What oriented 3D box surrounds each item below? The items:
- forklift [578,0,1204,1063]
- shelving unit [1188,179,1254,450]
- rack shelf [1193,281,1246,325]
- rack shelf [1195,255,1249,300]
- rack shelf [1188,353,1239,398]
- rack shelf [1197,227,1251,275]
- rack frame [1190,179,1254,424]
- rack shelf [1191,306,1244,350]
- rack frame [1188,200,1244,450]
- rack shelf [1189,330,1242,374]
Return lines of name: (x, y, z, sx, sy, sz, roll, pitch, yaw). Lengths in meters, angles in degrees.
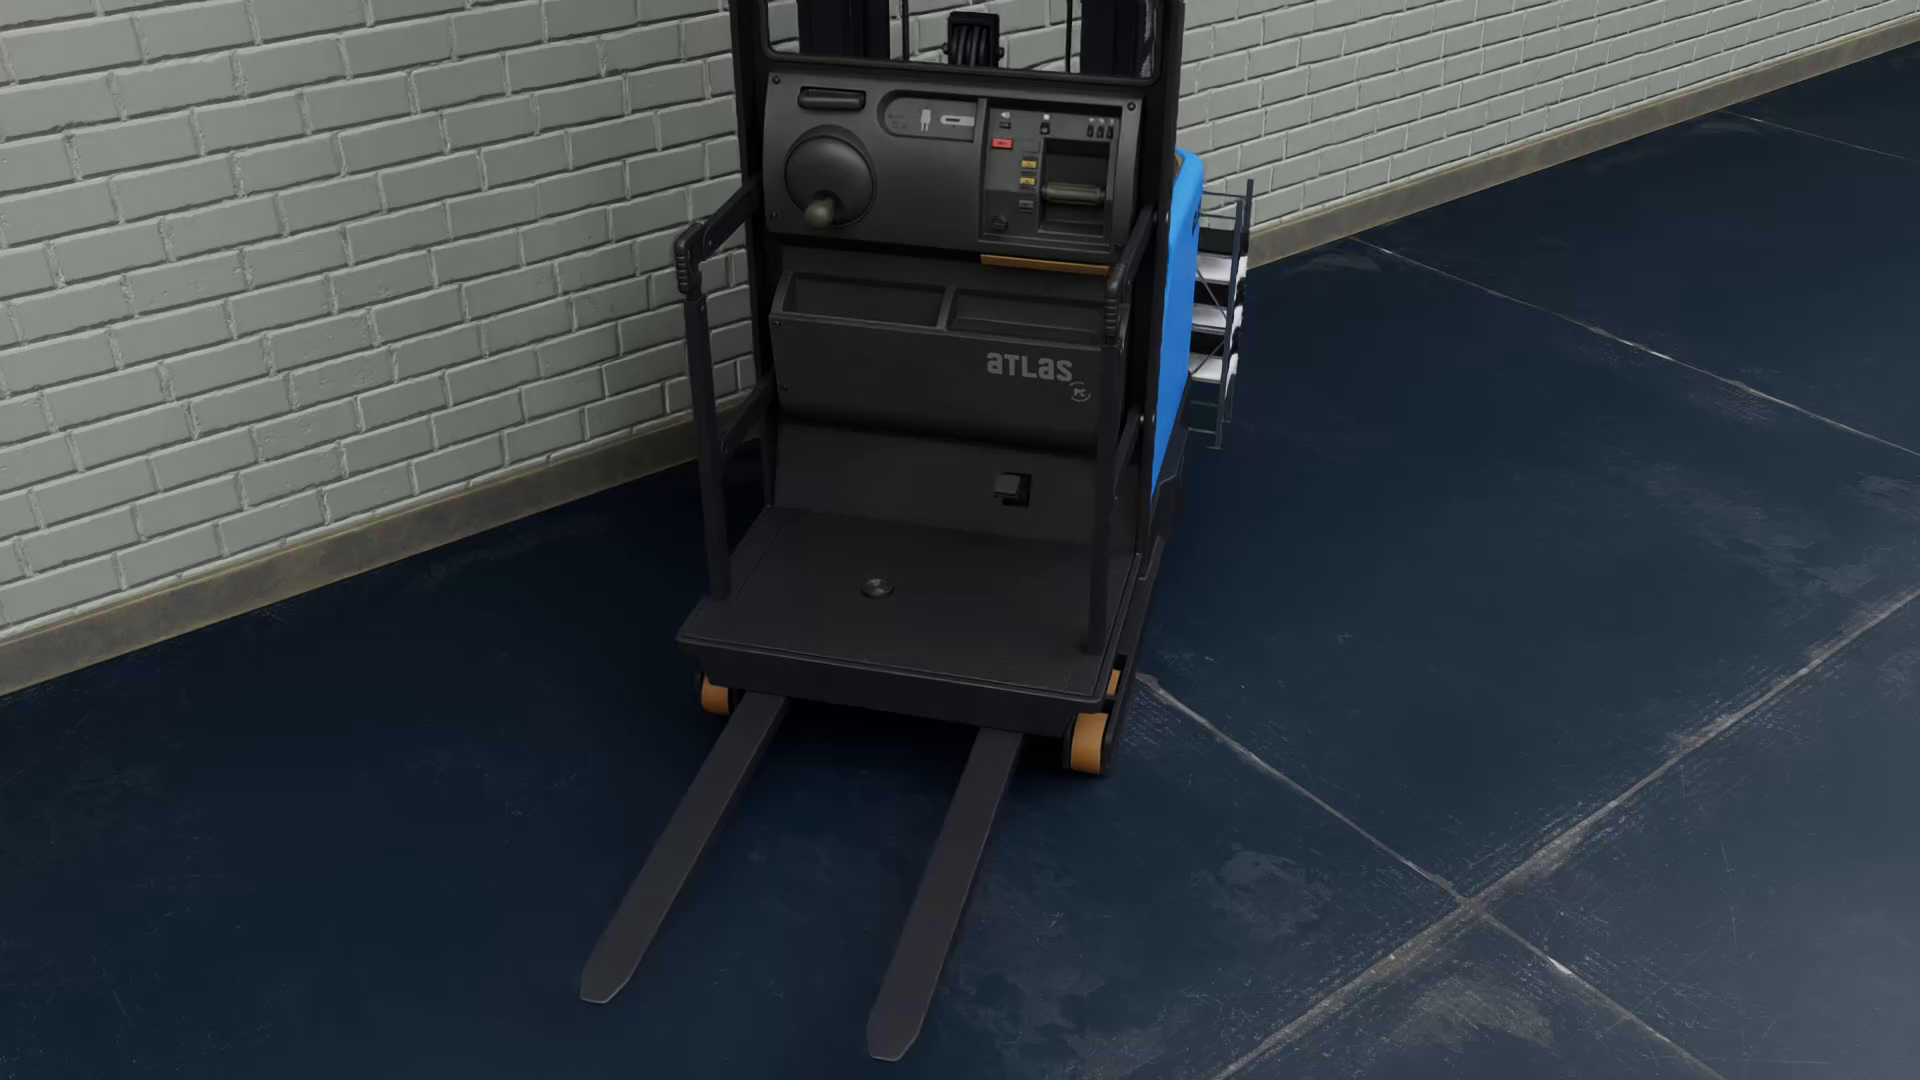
forklift: (-0.079, -0.866, 3.867, 1.130, 2.935, 3.031, 7, 33, 12)
shelving unit: (0.817, -0.766, 5.630, 0.258, 0.900, 0.210, 10, 33, 15)
rack shelf: (0.817, -0.814, 5.600, 0.258, 0.077, 0.200, 10, 33, 15)
rack shelf: (0.817, -0.890, 5.552, 0.258, 0.077, 0.200, 10, 33, 15)
rack shelf: (0.817, -0.584, 5.742, 0.258, 0.077, 0.200, 10, 33, 15)
rack shelf: (0.817, -0.967, 5.505, 0.258, 0.077, 0.200, 10, 33, 15)
rack frame: (0.848, -0.817, 5.712, 0.240, 0.900, 0.006, 10, 33, 15)
rack shelf: (0.817, -0.737, 5.647, 0.258, 0.077, 0.200, 10, 33, 15)
rack frame: (0.786, -0.714, 5.547, 0.240, 0.900, 0.006, 10, 33, 15)
rack shelf: (0.817, -0.661, 5.695, 0.258, 0.077, 0.200, 10, 33, 15)
